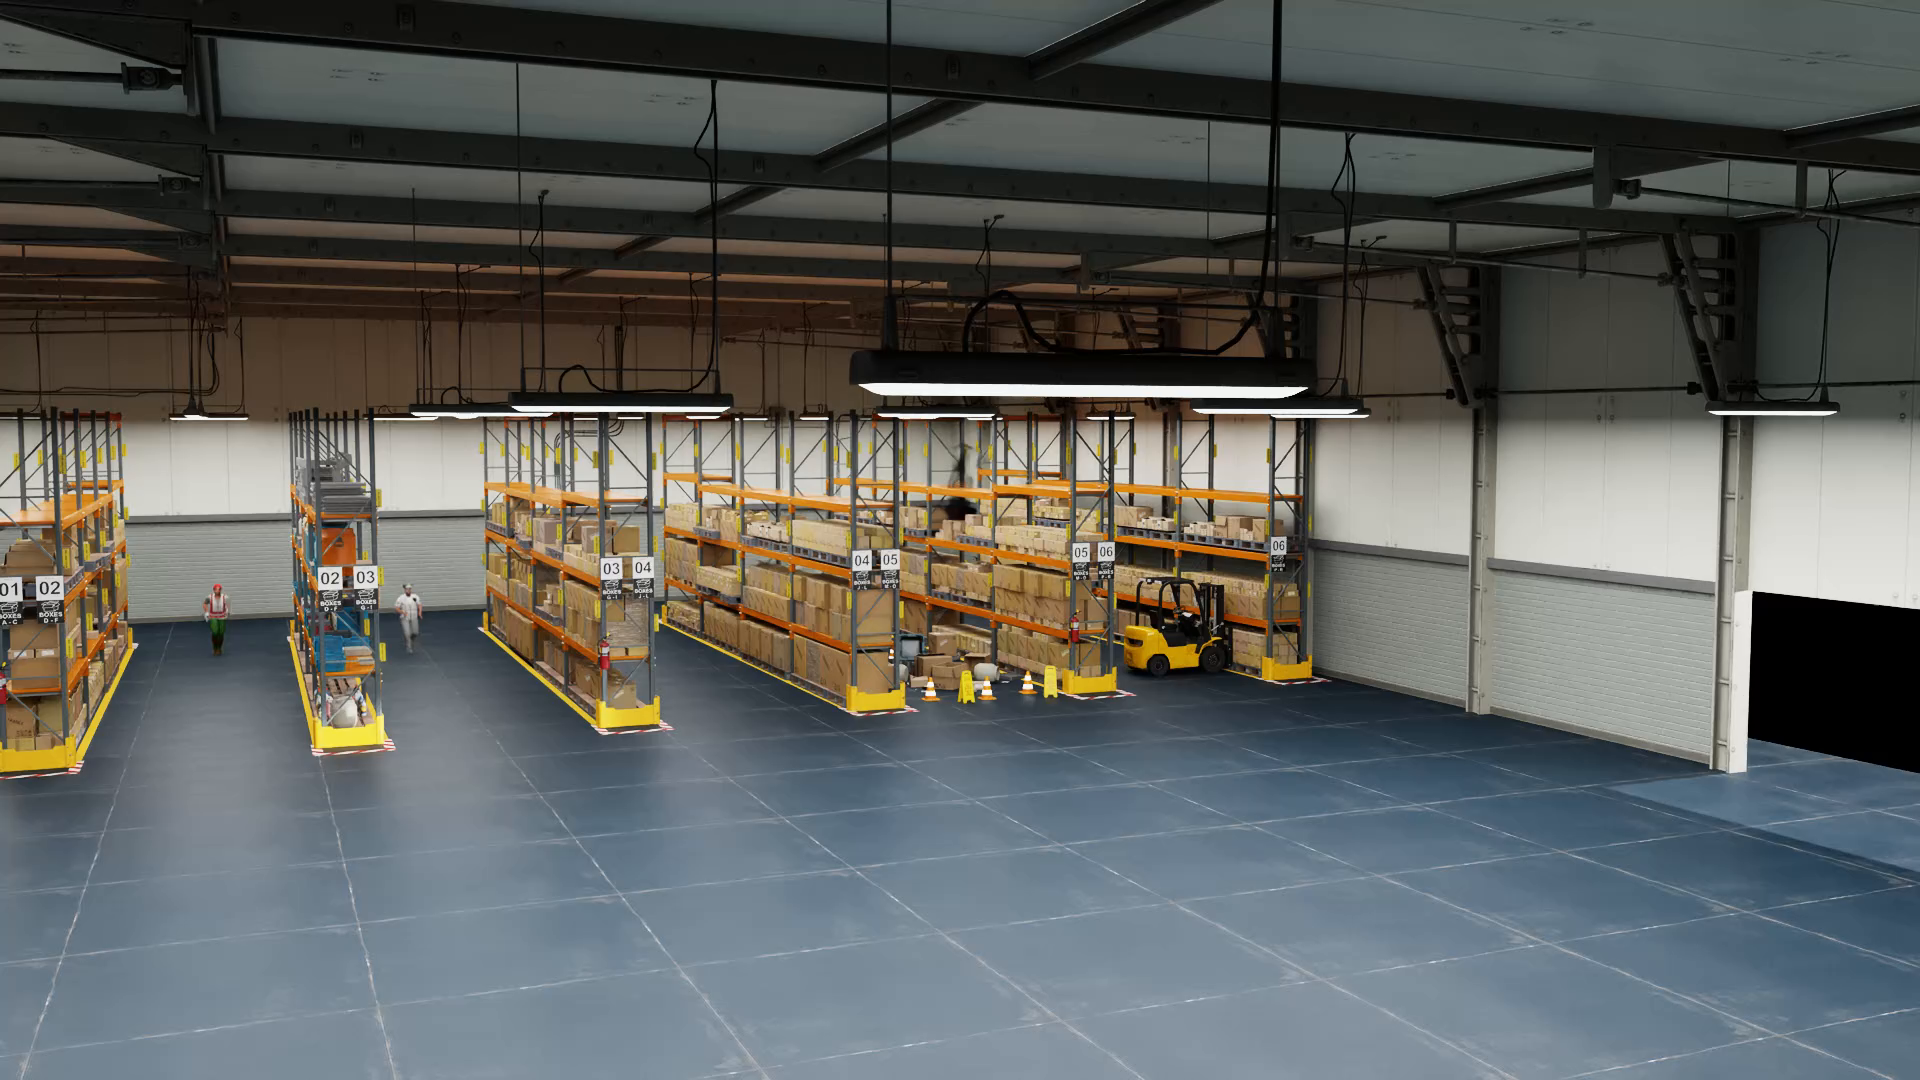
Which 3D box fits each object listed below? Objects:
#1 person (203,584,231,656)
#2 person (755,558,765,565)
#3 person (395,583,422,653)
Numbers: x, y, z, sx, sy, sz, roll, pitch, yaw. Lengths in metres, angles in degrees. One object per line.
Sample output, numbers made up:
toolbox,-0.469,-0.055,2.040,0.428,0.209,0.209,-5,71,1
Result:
person,-18.343,1.977,41.115,0.587,1.825,0.864,-3,5,-34
person,-5.817,1.383,50.530,1.009,1.674,0.606,-1,4,-12
person,-13.785,1.948,41.623,0.664,1.743,0.599,-2,5,-29
